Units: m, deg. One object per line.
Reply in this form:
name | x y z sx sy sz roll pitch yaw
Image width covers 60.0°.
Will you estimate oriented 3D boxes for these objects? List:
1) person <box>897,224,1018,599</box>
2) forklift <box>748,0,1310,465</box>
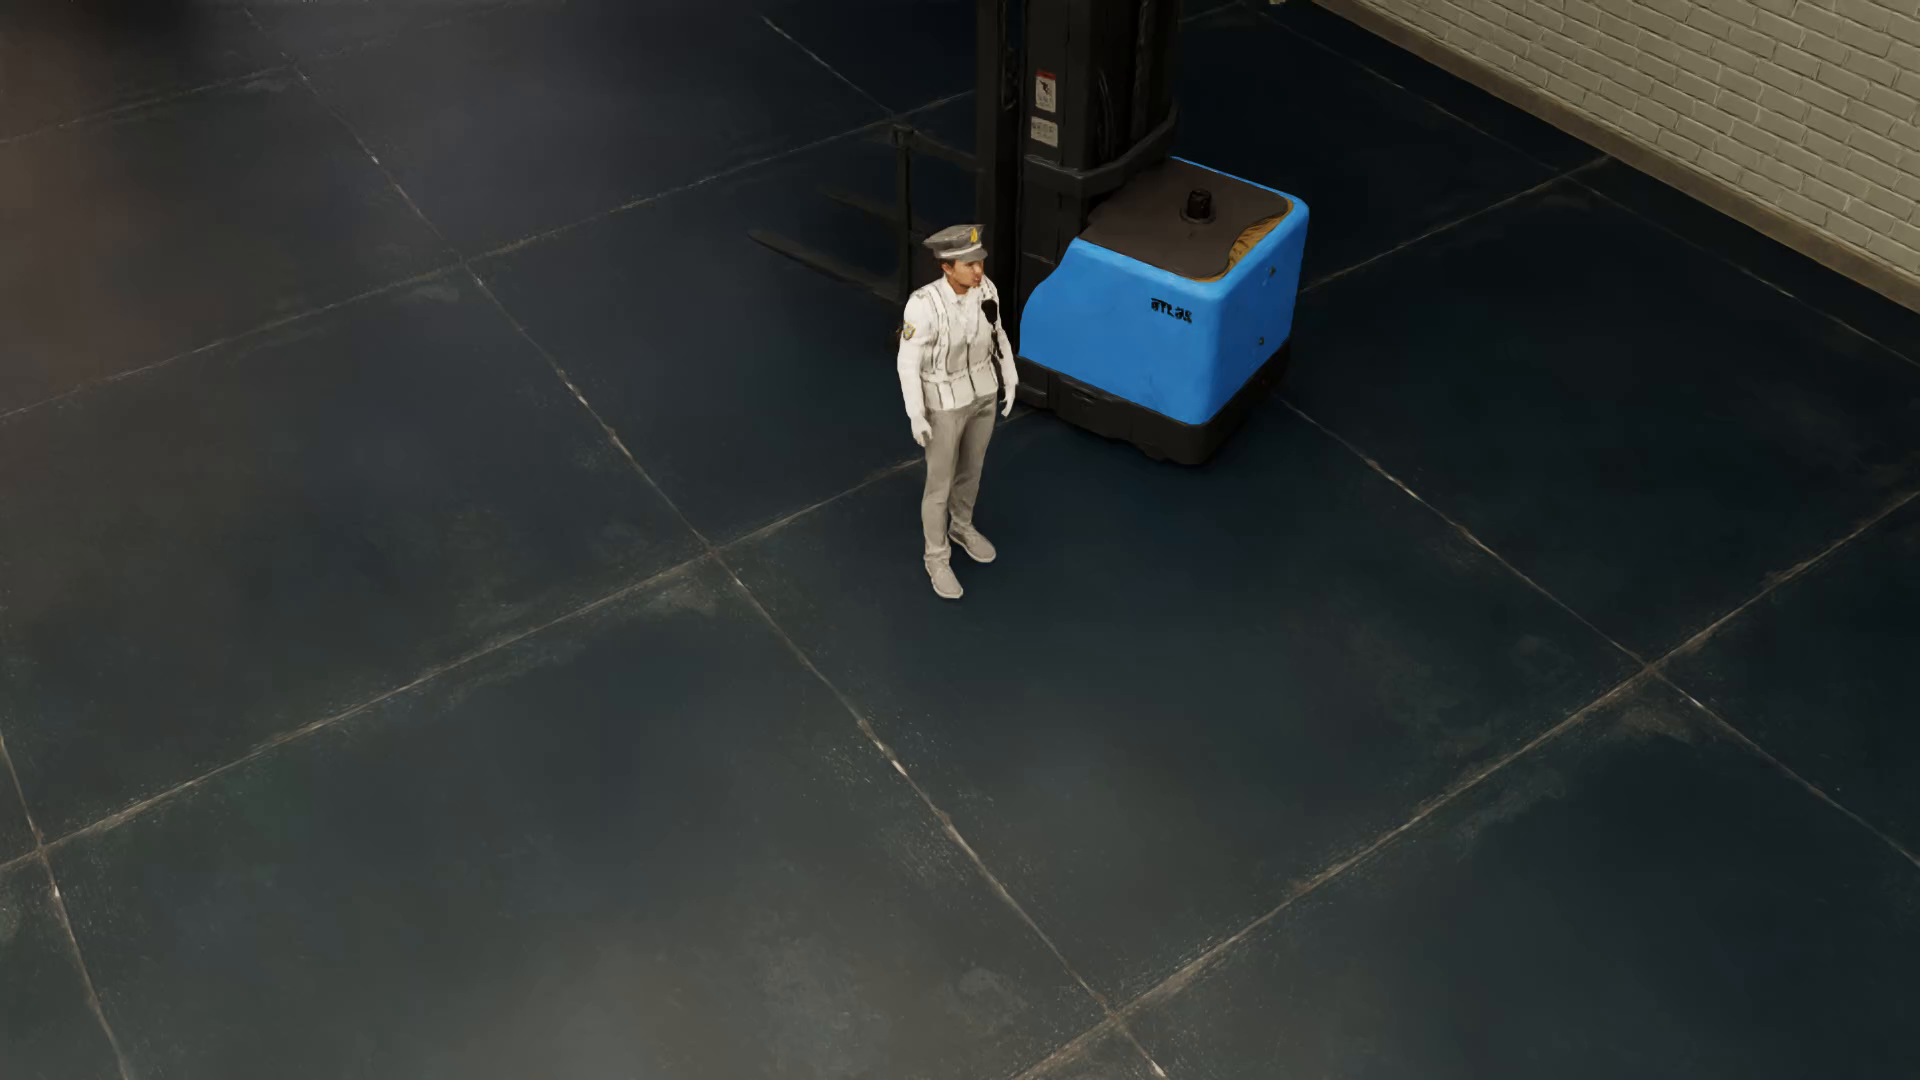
person | 0.033 -0.588 7.255 0.586 1.695 0.532 -25 48 -25
forklift | 0.221 -2.247 8.154 3.031 2.935 1.130 25 48 25
